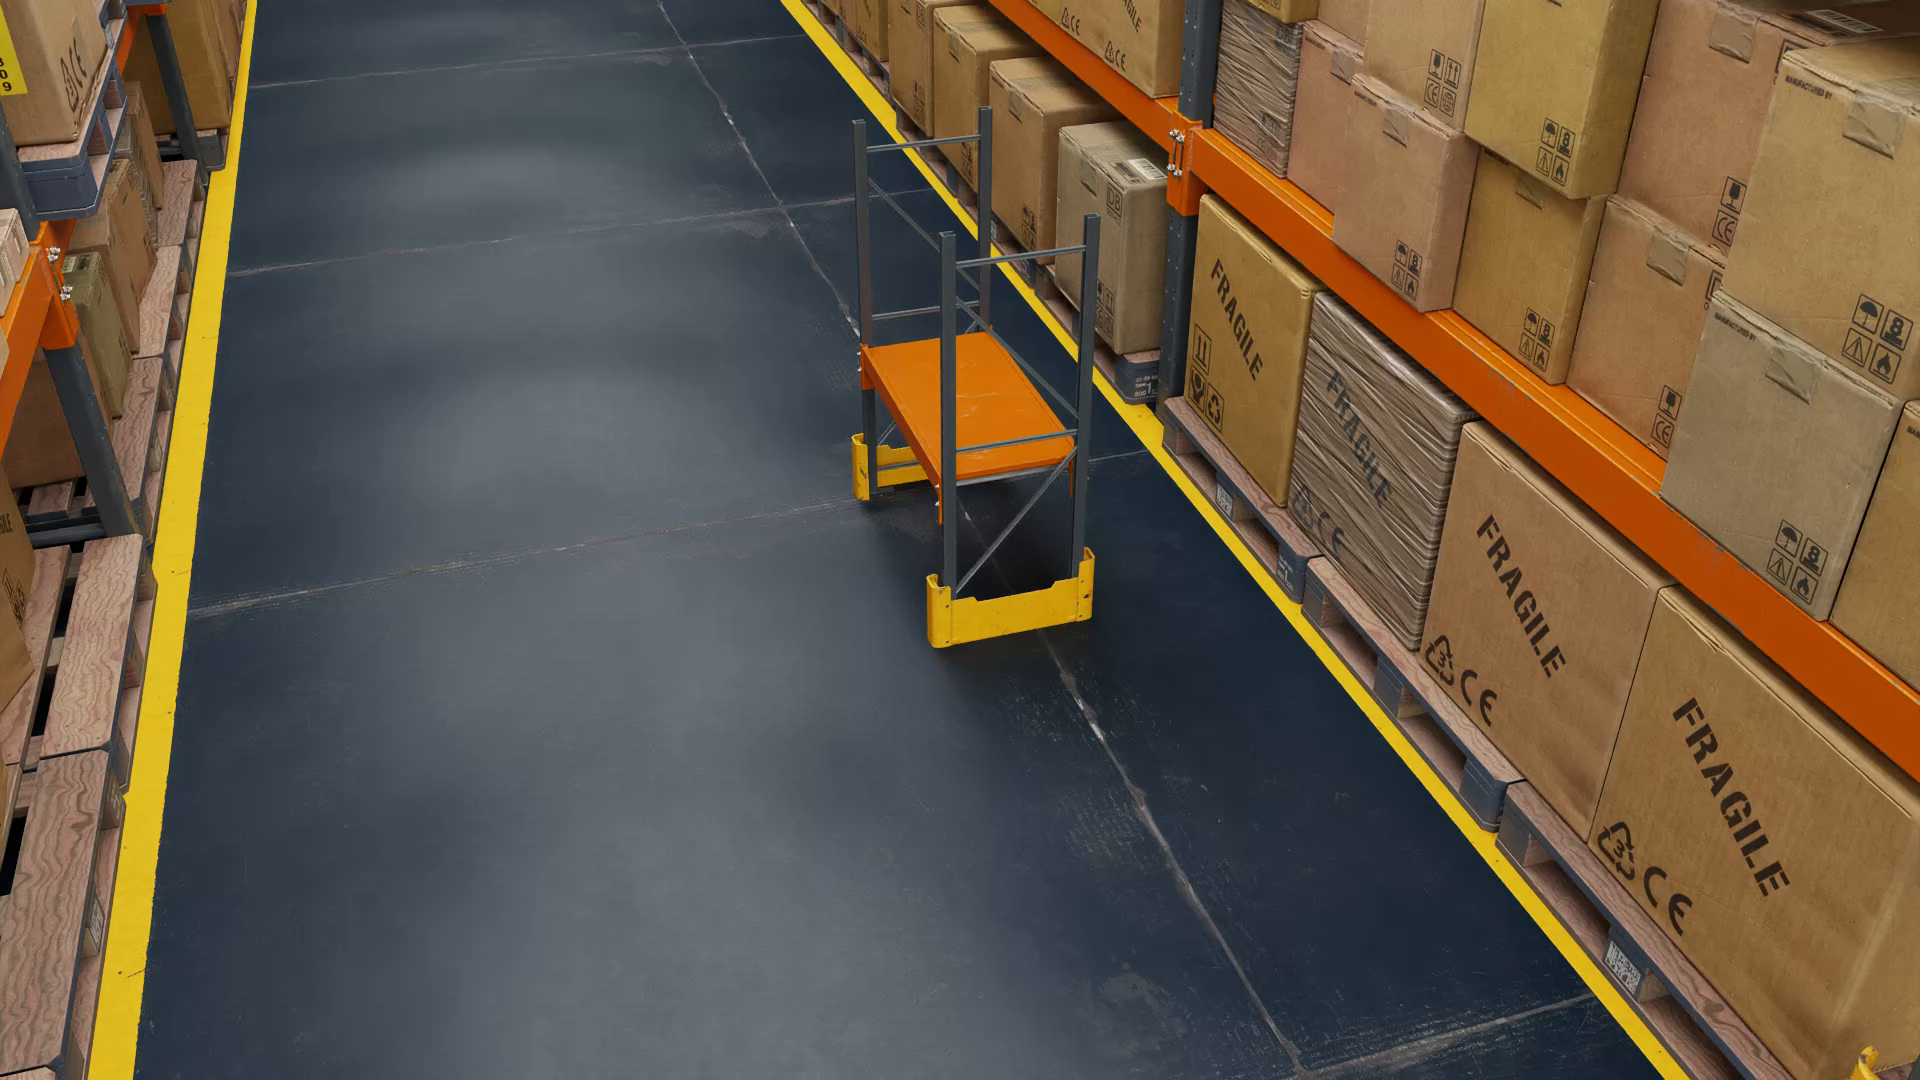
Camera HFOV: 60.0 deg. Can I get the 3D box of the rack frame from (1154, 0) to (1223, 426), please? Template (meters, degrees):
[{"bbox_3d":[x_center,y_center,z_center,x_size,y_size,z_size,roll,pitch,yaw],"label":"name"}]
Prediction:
[{"bbox_3d":[1.320,-1.830,6.298,1.000,3.000,0.127,-10,35,-15],"label":"rack frame"}]

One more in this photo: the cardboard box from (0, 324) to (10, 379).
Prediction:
[{"bbox_3d":[-2.820,-0.494,4.504,0.380,0.149,0.250,-10,35,-15],"label":"cardboard box"}]

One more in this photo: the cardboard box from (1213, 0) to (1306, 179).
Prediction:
[{"bbox_3d":[1.444,-1.700,5.966,0.875,0.550,0.550,-10,35,-15],"label":"cardboard box"}]

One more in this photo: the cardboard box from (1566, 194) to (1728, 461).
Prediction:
[{"bbox_3d":[2.144,-0.579,4.270,0.875,0.550,0.550,-10,35,-15],"label":"cardboard box"}]

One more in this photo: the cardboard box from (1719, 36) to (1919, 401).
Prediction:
[{"bbox_3d":[2.208,-0.717,3.499,0.875,0.550,0.550,-10,35,-15],"label":"cardboard box"}]

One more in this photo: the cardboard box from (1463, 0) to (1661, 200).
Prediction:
[{"bbox_3d":[1.881,-1.290,4.366,0.875,0.550,0.500,-10,35,-15],"label":"cardboard box"}]

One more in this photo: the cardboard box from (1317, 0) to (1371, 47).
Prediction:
[{"bbox_3d":[1.678,-1.874,5.250,0.875,0.550,0.550,-10,35,-15],"label":"cardboard box"}]

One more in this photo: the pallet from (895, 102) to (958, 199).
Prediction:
[{"bbox_3d":[0.268,-2.340,9.599,1.003,0.211,1.213,-10,35,-15],"label":"pallet"}]

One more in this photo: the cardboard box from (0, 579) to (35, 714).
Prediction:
[{"bbox_3d":[-3.169,0.335,4.908,0.500,0.500,0.500,0,33,1],"label":"cardboard box"}]

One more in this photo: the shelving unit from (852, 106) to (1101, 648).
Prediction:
[{"bbox_3d":[0.023,-0.586,5.776,0.587,1.500,1.083,-10,35,-15],"label":"shelving unit"}]

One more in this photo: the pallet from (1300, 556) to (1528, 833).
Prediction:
[{"bbox_3d":[1.853,0.388,5.472,1.003,0.211,1.213,-10,35,-15],"label":"pallet"}]

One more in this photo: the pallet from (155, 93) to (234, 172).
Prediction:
[{"bbox_3d":[-4.823,-2.412,9.708,1.003,0.211,1.213,-10,35,-15],"label":"pallet"}]

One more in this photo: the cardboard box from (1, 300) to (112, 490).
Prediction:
[{"bbox_3d":[-3.601,-0.515,6.177,0.700,0.500,0.500,-13,36,-18],"label":"cardboard box"}]

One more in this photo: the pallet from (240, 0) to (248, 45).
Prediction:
[{"bbox_3d":[-5.568,-3.693,11.647,1.003,0.211,1.213,-10,35,-15],"label":"pallet"}]

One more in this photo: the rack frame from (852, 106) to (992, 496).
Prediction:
[{"bbox_3d":[-0.129,-0.848,6.173,0.500,1.500,0.032,-10,35,-15],"label":"rack frame"}]

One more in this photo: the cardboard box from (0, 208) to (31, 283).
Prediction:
[{"bbox_3d":[-3.089,-0.880,5.089,0.380,0.149,0.250,-10,35,-15],"label":"cardboard box"}]

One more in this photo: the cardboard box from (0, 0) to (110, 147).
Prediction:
[{"bbox_3d":[-3.544,-1.915,5.502,1.000,1.000,1.000,-10,35,-14],"label":"cardboard box"}]

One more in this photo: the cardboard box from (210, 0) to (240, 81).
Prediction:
[{"bbox_3d":[-5.110,-3.273,10.028,1.225,0.875,0.875,-10,35,-15],"label":"cardboard box"}]

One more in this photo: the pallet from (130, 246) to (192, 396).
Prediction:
[{"bbox_3d":[-4.049,-0.935,7.474,1.003,0.211,1.213,-10,35,-15],"label":"pallet"}]

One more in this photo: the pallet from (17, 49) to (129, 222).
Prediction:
[{"bbox_3d":[-3.529,-1.394,5.813,1.003,0.211,1.213,-10,35,-15],"label":"pallet"}]

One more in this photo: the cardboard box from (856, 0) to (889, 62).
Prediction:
[{"bbox_3d":[-0.350,-3.364,10.506,0.500,0.500,0.500,-10,35,-15],"label":"cardboard box"}]

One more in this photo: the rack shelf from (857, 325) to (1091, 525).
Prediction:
[{"bbox_3d":[0.026,-0.431,5.868,0.538,0.185,1.000,-10,35,-15],"label":"rack shelf"}]

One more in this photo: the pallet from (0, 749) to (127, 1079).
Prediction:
[{"bbox_3d":[-2.820,1.103,4.389,1.003,0.211,1.213,-10,35,-15],"label":"pallet"}]

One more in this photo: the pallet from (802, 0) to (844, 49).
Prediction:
[{"bbox_3d":[-0.506,-3.816,11.834,1.003,0.211,1.213,-10,35,-15],"label":"pallet"}]

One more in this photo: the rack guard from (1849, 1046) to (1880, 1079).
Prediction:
[{"bbox_3d":[2.547,1.326,3.790,1.175,0.500,0.348,-10,35,-15],"label":"rack guard"}]

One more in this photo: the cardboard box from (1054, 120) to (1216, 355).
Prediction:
[{"bbox_3d":[1.045,-1.377,7.273,1.050,0.750,0.750,-10,35,-15],"label":"cardboard box"}]

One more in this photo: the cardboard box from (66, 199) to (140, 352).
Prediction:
[{"bbox_3d":[-3.900,-1.062,7.005,0.700,0.500,0.500,-13,36,-19],"label":"cardboard box"}]

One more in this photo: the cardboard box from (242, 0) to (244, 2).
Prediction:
[{"bbox_3d":[-5.661,-4.205,11.439,1.225,0.875,0.875,-10,35,-15],"label":"cardboard box"}]

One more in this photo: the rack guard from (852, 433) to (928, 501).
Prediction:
[{"bbox_3d":[-0.129,-0.326,6.516,0.587,0.250,0.087,-10,35,-15],"label":"rack guard"}]

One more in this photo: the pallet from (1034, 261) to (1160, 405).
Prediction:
[{"bbox_3d":[1.013,-1.059,7.661,1.003,0.211,1.213,-10,35,-15],"label":"pallet"}]

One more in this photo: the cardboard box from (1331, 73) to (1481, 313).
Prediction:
[{"bbox_3d":[1.686,-1.112,5.076,0.875,0.550,0.550,-10,35,-15],"label":"cardboard box"}]

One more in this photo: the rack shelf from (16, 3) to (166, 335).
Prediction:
[{"bbox_3d":[-4.045,-1.798,6.903,1.077,0.370,4.000,-10,35,-15],"label":"rack shelf"}]

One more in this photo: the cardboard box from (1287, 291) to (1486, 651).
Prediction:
[{"bbox_3d":[1.724,-0.304,5.535,0.875,0.875,0.875,-10,35,-14],"label":"cardboard box"}]

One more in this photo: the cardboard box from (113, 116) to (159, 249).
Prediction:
[{"bbox_3d":[-4.250,-1.652,7.897,0.700,0.500,0.500,-13,36,-19],"label":"cardboard box"}]

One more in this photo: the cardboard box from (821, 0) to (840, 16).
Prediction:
[{"bbox_3d":[-0.682,-3.912,11.335,0.500,0.500,0.500,-12,35,-17],"label":"cardboard box"}]

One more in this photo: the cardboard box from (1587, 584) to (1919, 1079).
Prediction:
[{"bbox_3d":[2.270,0.637,4.112,0.875,0.875,0.875,-10,35,-14],"label":"cardboard box"}]

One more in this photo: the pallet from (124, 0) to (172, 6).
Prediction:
[{"bbox_3d":[-4.336,-2.712,7.808,1.213,0.211,1.003,-10,35,-15],"label":"pallet"}]

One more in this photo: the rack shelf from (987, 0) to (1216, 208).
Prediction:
[{"bbox_3d":[0.710,-2.579,8.085,1.077,0.370,4.000,-10,35,-15],"label":"rack shelf"}]

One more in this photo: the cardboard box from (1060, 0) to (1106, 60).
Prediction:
[{"bbox_3d":[0.752,-2.366,7.018,0.500,0.500,0.500,-10,35,-15],"label":"cardboard box"}]

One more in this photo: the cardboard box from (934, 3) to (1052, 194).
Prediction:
[{"bbox_3d":[0.470,-2.373,8.780,1.050,0.750,0.750,-9,35,-14],"label":"cardboard box"}]

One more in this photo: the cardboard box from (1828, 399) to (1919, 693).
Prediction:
[{"bbox_3d":[2.384,0.021,3.362,0.875,0.550,0.550,-10,35,-15],"label":"cardboard box"}]

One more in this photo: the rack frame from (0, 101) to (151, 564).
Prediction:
[{"bbox_3d":[-3.435,-1.049,5.116,1.000,3.000,0.127,-10,35,-15],"label":"rack frame"}]
